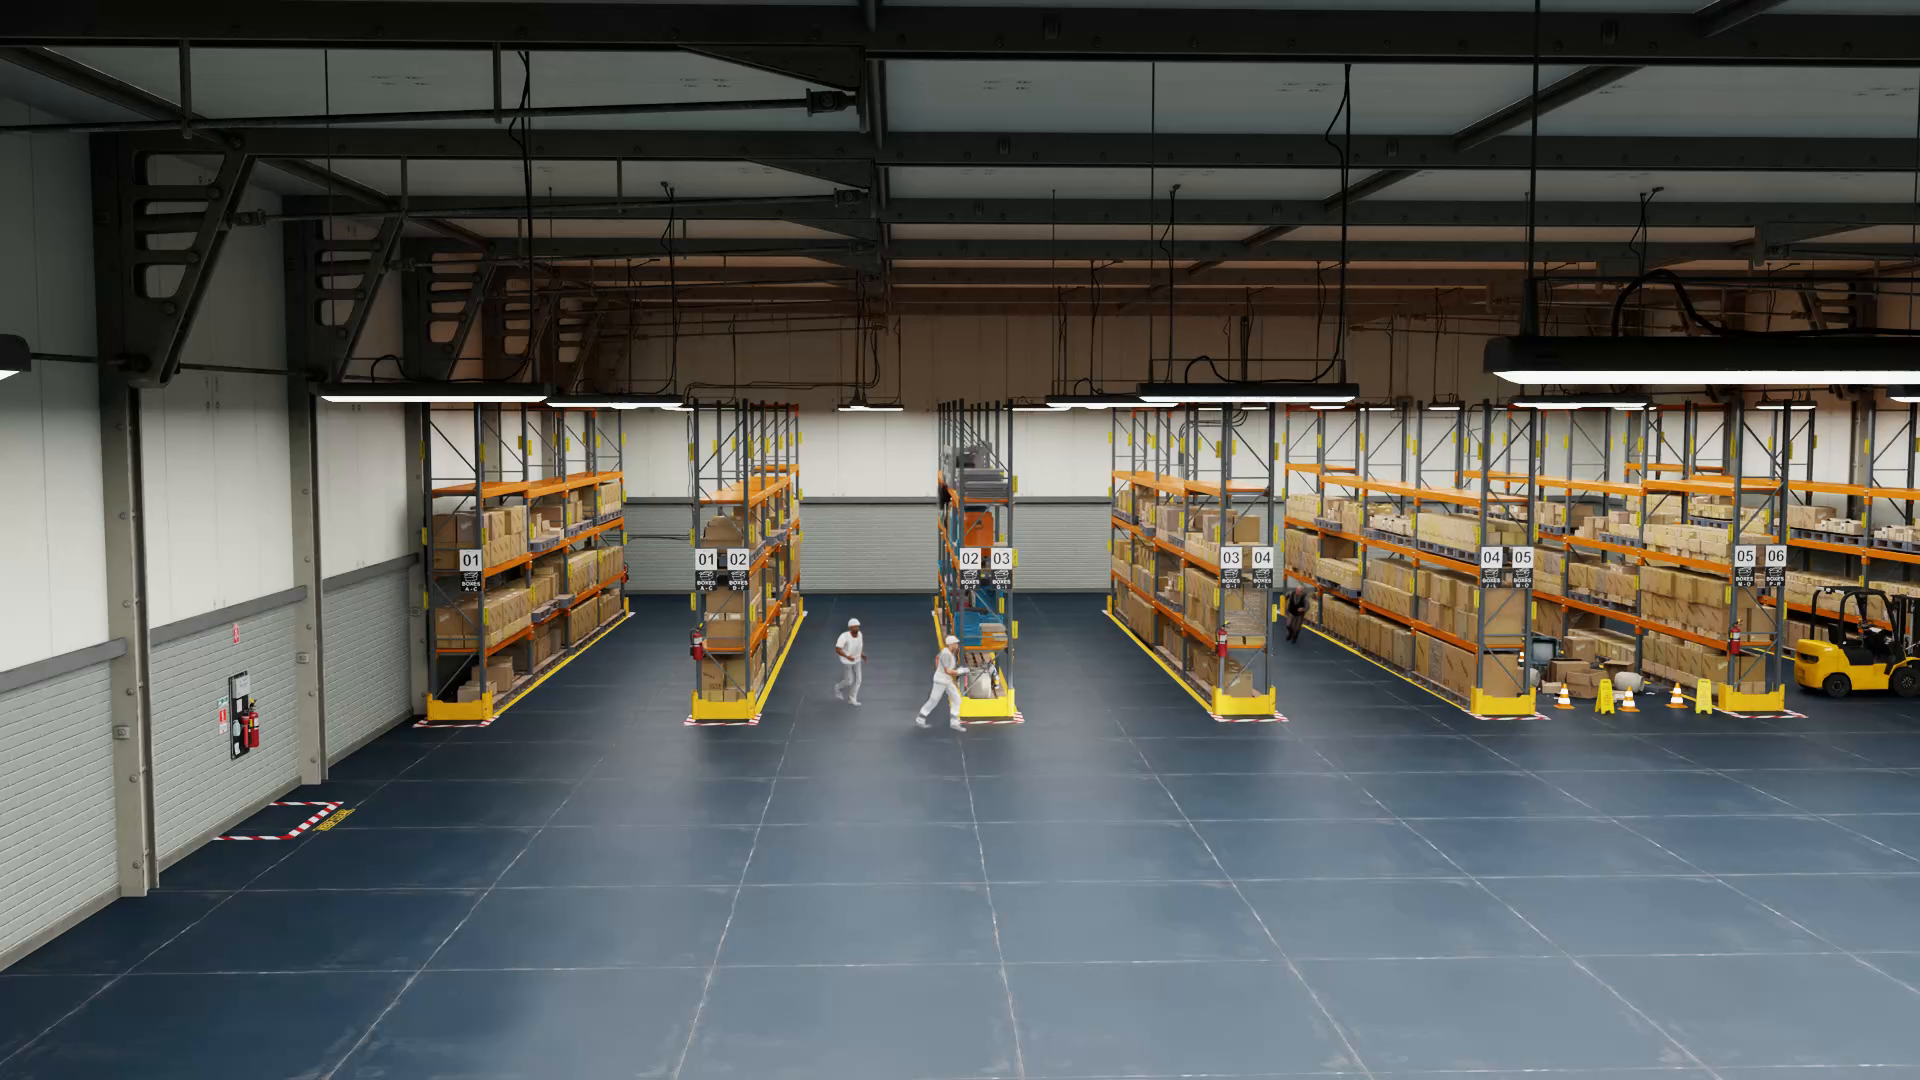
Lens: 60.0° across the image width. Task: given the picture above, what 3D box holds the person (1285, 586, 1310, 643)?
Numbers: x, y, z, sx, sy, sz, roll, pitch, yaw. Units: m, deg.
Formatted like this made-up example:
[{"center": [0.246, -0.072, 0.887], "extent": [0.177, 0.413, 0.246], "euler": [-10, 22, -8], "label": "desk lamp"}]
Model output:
[{"center": [8.332, 1.846, 41.173], "extent": [0.673, 1.484, 0.981], "euler": [1, 5, 17], "label": "person"}]

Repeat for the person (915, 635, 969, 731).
[{"center": [-0.306, 2.568, 29.839], "extent": [1.015, 1.744, 0.684], "euler": [1, 5, 16], "label": "person"}]

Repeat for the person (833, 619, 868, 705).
[{"center": [-2.190, 2.392, 32.758], "extent": [0.701, 1.714, 0.761], "euler": [-4, 6, -41], "label": "person"}]
